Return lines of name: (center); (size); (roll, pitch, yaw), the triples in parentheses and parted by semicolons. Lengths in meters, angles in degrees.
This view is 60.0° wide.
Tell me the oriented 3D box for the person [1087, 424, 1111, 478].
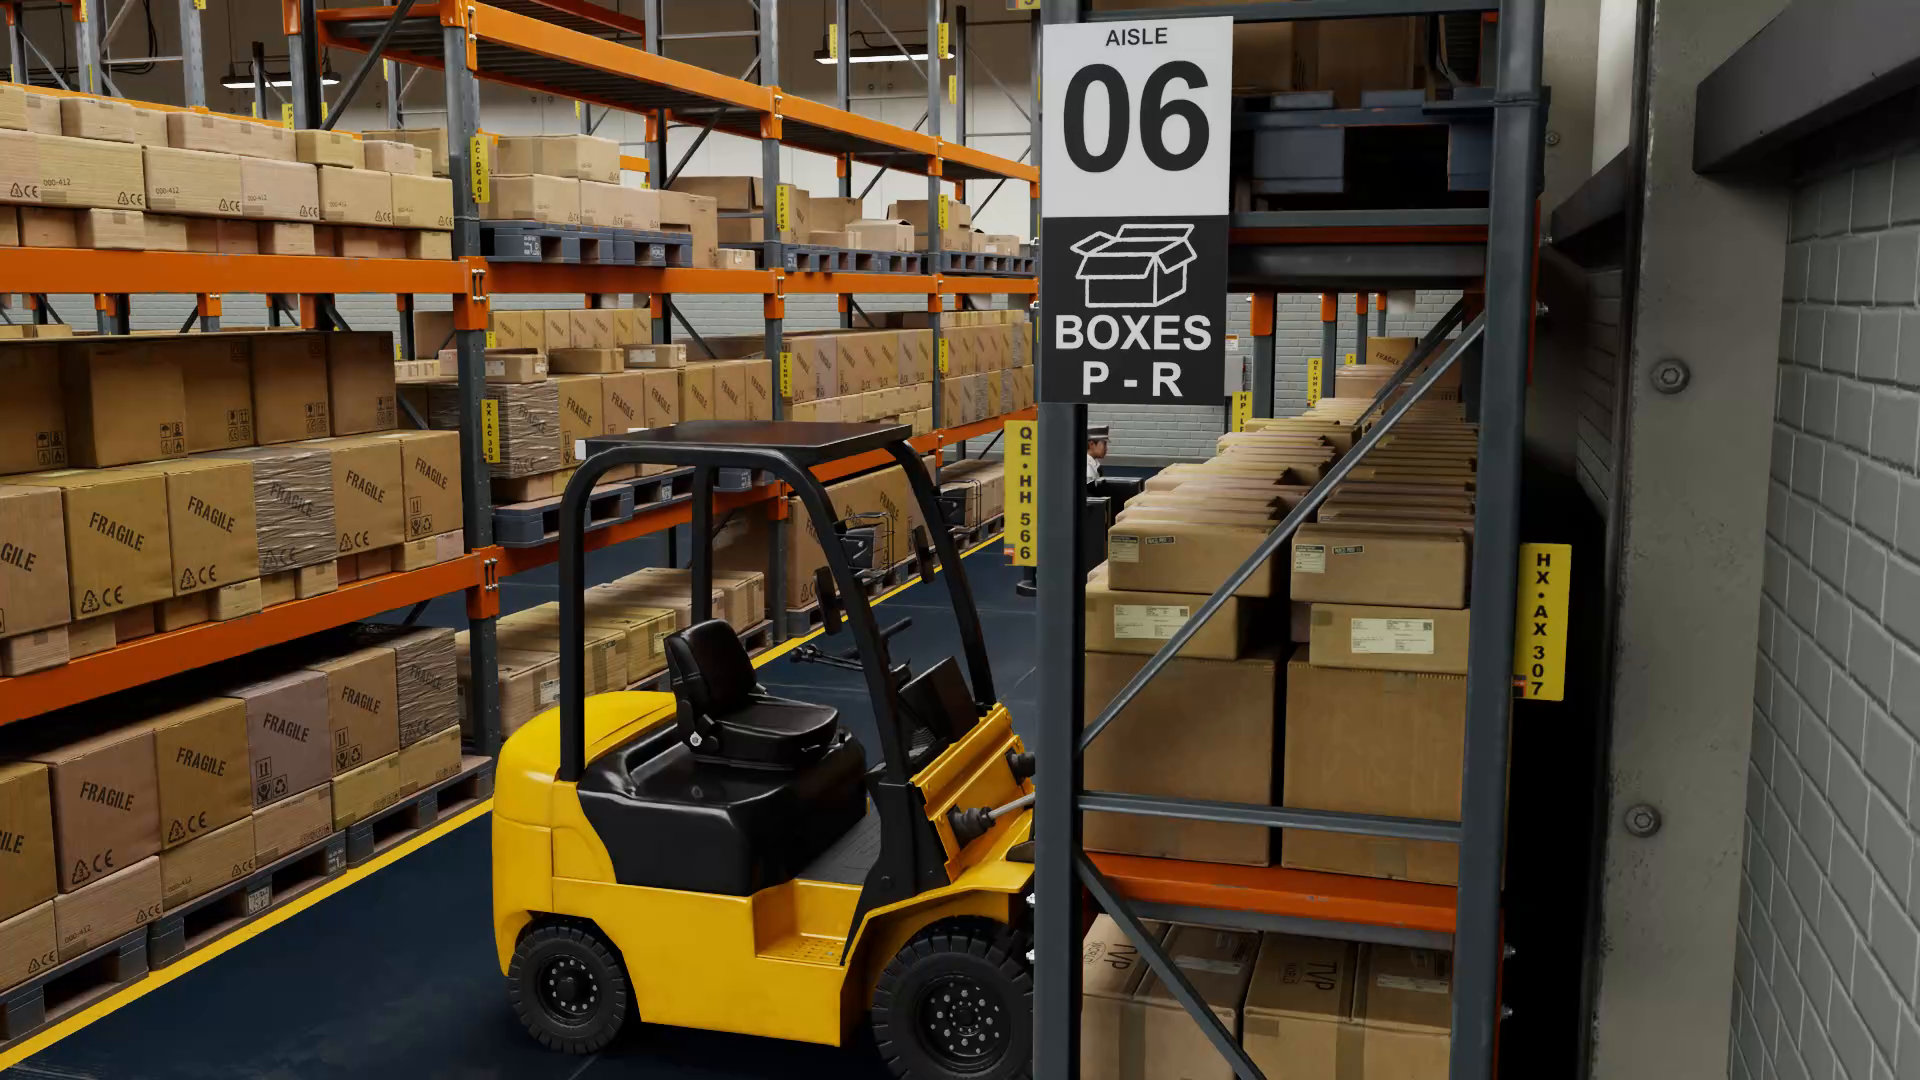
person: (0.953, -0.047, 12.650); (0.375, 1.662, 0.542); (2, 9, 13)
